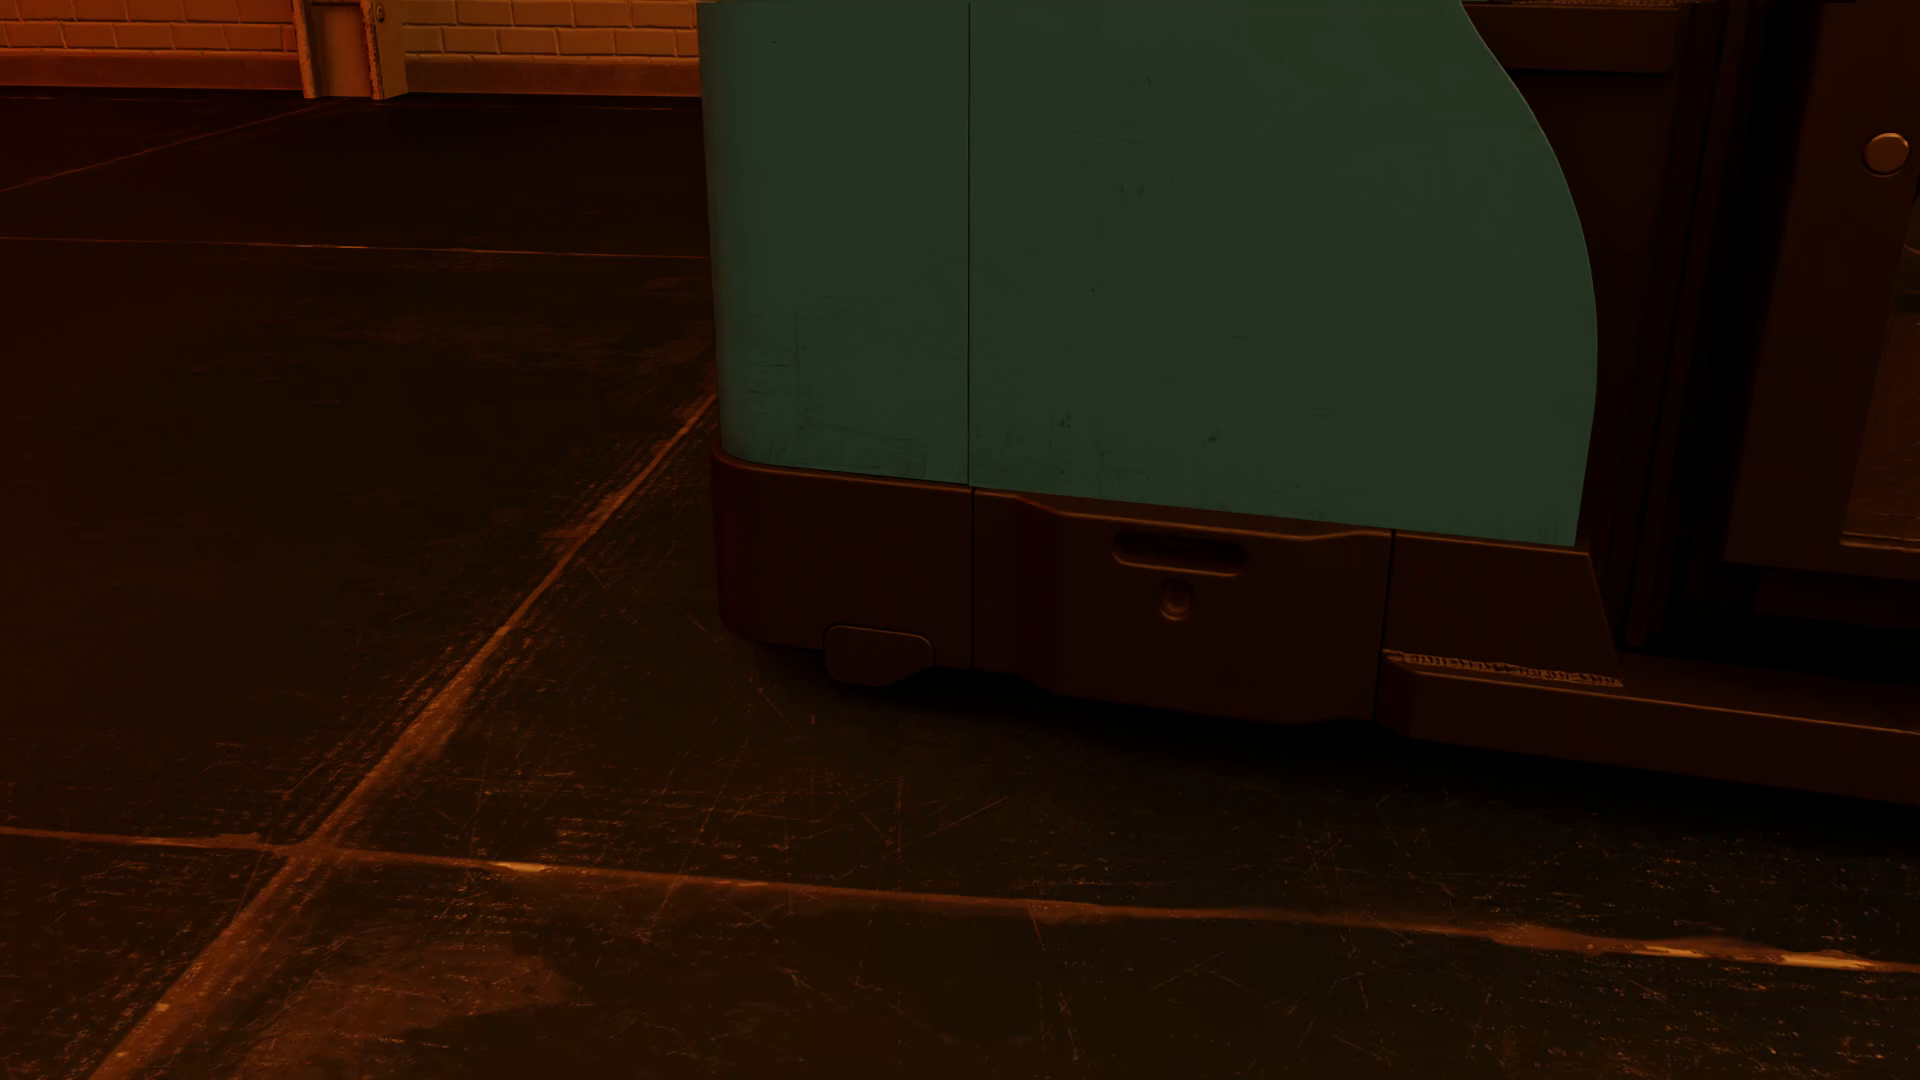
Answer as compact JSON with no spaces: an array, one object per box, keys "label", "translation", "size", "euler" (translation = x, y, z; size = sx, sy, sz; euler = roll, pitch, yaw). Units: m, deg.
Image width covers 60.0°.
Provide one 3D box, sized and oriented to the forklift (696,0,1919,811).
[{"label":"forklift","translation":[1.252,-1.198,1.727],"size":[3.031,2.935,1.130],"euler":[6,23,15]}]
